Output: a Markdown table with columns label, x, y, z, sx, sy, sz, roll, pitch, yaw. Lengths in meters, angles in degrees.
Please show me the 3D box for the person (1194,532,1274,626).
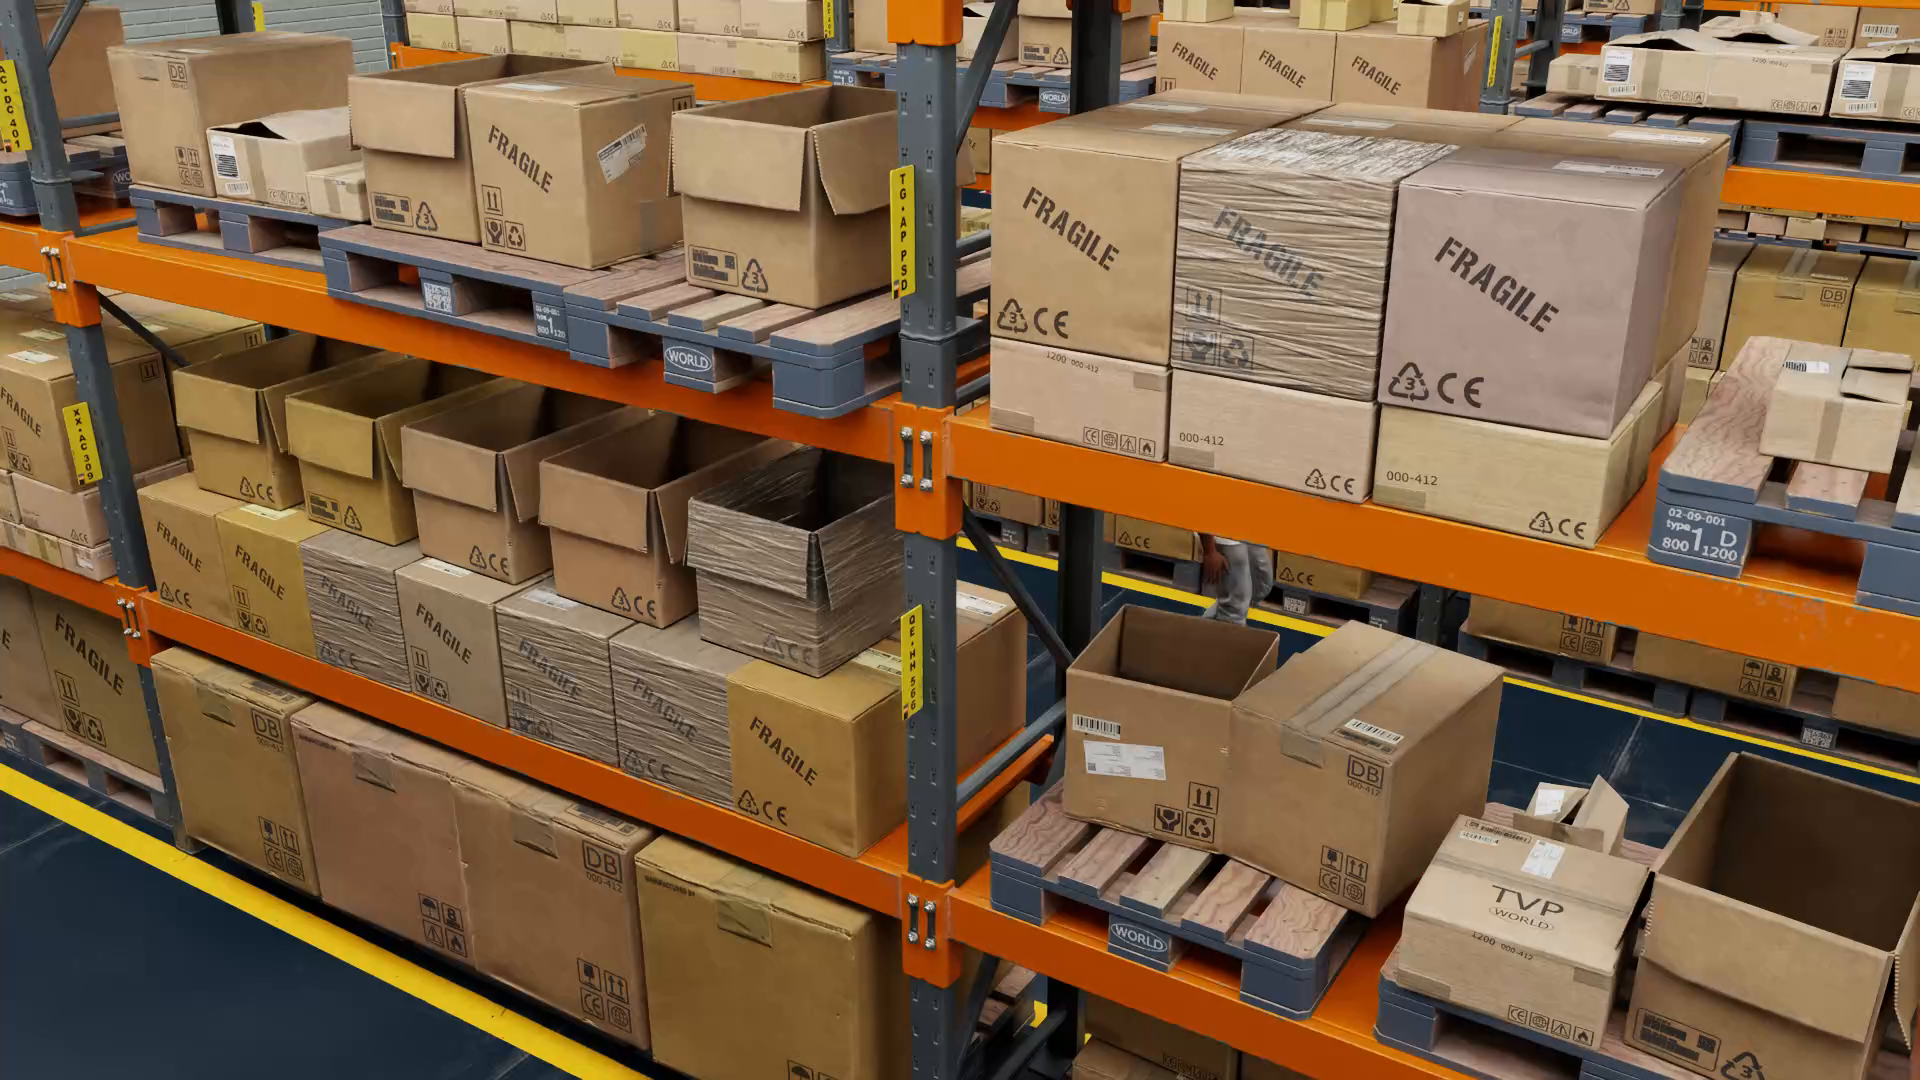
| label | x | y | z | sx | sy | sz | roll | pitch | yaw |
| --- | --- | --- | --- | --- | --- | --- | --- | --- | --- |
| person | 1.449 | -0.025 | 8.577 | 0.581 | 1.764 | 0.606 | 10 | 25 | 22 |
